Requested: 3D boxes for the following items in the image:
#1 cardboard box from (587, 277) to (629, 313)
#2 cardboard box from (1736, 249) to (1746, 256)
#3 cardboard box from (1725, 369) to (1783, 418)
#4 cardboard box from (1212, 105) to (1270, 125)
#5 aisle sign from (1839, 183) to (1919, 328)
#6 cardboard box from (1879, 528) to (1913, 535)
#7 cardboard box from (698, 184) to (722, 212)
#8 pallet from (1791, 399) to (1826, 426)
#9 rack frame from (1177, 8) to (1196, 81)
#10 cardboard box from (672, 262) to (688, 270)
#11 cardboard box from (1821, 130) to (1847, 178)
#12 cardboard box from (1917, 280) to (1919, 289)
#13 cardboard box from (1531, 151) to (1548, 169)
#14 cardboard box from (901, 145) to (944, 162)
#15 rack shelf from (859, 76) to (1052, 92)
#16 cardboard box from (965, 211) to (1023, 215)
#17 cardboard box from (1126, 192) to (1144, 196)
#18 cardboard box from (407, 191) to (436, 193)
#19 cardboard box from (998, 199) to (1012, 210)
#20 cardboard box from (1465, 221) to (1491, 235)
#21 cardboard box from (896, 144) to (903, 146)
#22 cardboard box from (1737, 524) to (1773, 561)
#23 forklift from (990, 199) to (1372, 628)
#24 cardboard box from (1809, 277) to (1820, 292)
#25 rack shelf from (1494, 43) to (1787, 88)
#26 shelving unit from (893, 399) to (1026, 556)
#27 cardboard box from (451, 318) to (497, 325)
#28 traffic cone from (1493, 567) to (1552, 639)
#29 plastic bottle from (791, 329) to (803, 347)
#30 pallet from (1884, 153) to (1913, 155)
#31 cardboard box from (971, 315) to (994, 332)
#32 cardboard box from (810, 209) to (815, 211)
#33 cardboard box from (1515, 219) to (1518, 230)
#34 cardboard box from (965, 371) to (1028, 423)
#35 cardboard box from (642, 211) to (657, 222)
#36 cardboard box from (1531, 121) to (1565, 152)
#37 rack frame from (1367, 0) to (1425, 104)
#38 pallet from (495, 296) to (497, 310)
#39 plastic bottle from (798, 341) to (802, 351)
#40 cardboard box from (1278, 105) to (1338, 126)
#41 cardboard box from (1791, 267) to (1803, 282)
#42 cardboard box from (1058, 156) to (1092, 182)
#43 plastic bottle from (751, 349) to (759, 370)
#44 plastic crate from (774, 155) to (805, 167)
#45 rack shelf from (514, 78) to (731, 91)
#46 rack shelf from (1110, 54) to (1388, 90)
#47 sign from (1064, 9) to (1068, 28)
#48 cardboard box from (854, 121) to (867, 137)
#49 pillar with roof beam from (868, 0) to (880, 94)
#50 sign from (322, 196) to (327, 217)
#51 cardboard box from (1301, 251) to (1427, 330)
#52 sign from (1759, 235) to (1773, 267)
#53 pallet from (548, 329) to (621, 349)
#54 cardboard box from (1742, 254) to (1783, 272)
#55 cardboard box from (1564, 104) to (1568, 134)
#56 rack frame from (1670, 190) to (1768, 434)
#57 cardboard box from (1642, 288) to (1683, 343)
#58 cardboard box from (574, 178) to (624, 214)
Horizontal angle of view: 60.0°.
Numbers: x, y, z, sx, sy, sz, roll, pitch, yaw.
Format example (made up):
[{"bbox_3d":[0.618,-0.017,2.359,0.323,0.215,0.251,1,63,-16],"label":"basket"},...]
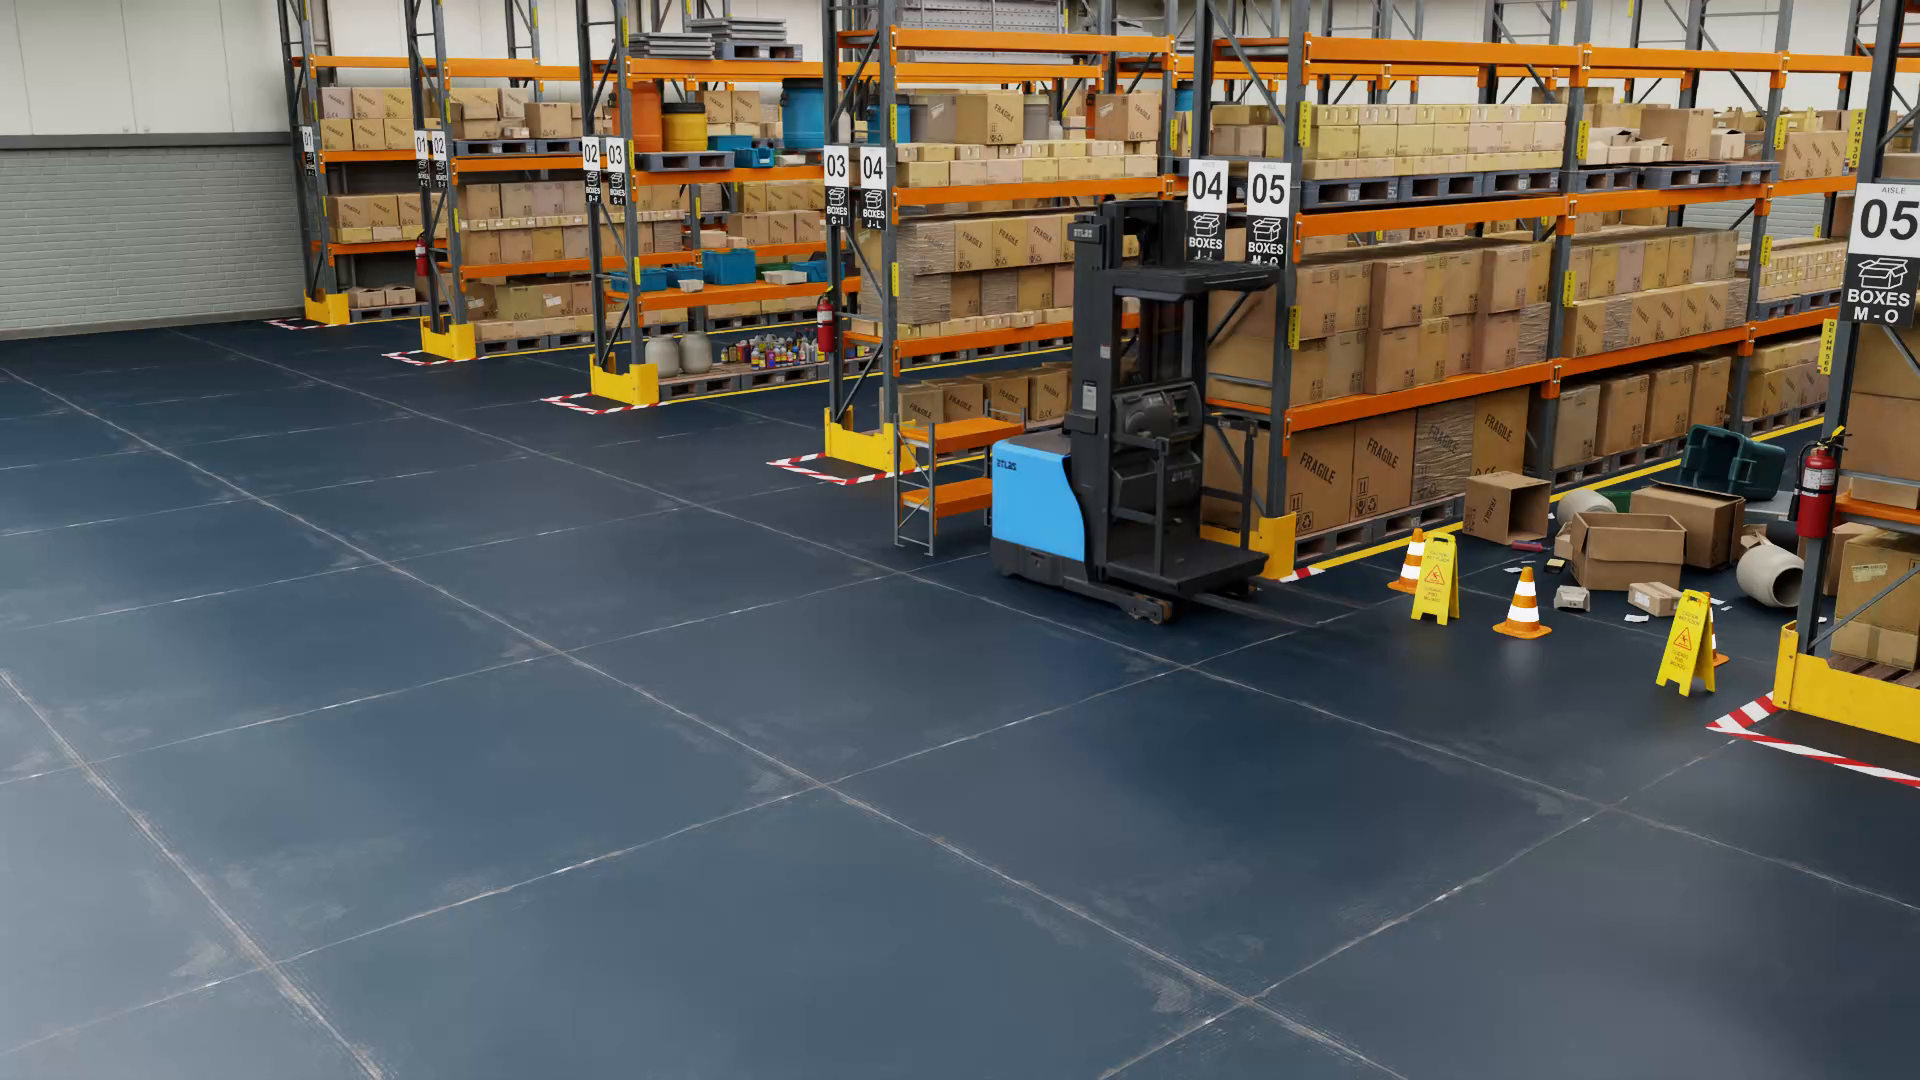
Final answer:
[{"bbox_3d":[-5.444,-3.807,25.750,0.500,0.500,0.500,-13,19,-39],"label":"cardboard box"},{"bbox_3d":[8.876,-3.298,19.306,0.250,0.149,0.380,-12,19,-38],"label":"cardboard box"},{"bbox_3d":[8.920,-1.690,18.795,0.500,0.500,0.500,-14,20,-42],"label":"cardboard box"},{"bbox_3d":[2.216,-3.357,13.127,0.250,0.149,0.380,-12,19,-39],"label":"cardboard box"},{"bbox_3d":[5.273,-1.625,9.483,0.004,0.787,0.394,-13,19,-39],"label":"aisle sign"},{"bbox_3d":[6.335,0.165,10.882,0.500,0.500,0.500,-12,19,-37],"label":"cardboard box"},{"bbox_3d":[-5.063,-6.680,32.398,0.700,0.500,0.500,13,20,40],"label":"cardboard box"},{"bbox_3d":[9.730,-1.615,19.888,1.213,0.211,1.003,-13,19,-39],"label":"pallet"},{"bbox_3d":[4.575,-9.790,33.465,0.127,3.000,1.000,-13,19,-39],"label":"rack frame"},{"bbox_3d":[-5.689,-5.309,32.303,0.500,0.500,0.700,-13,20,-39],"label":"cardboard box"},{"bbox_3d":[9.571,-4.339,18.675,0.500,0.500,0.500,-13,19,-39],"label":"cardboard box"},{"bbox_3d":[11.978,-3.279,21.200,0.250,0.149,0.380,-14,20,-42],"label":"cardboard box"},{"bbox_3d":[4.947,-3.359,14.681,0.250,0.149,0.380,-12,19,-38],"label":"cardboard box"},{"bbox_3d":[-0.377,-3.848,16.550,0.250,0.149,0.380,-12,19,-38],"label":"cardboard box"},{"bbox_3d":[0.048,-8.233,29.804,4.000,0.370,1.077,-13,19,-39],"label":"rack shelf"},{"bbox_3d":[0.392,-3.322,18.166,0.500,0.500,0.500,-13,19,-39],"label":"cardboard box"},{"bbox_3d":[3.263,-7.033,32.635,0.500,0.500,0.500,-12,19,-38],"label":"cardboard box"},{"bbox_3d":[-9.381,-5.823,29.036,0.500,0.500,0.500,-12,19,-39],"label":"cardboard box"},{"bbox_3d":[0.576,-6.300,31.015,0.500,0.500,0.700,-9,17,-31],"label":"cardboard box"},{"bbox_3d":[7.055,-4.594,23.499,0.637,0.503,0.797,-12,19,-39],"label":"cardboard box"},{"bbox_3d":[-0.717,-3.951,16.933,0.250,0.149,0.380,-13,20,-41],"label":"cardboard box"},{"bbox_3d":[6.504,0.040,13.584,0.258,0.266,0.396,2,15,9],"label":"cardboard box"},{"bbox_3d":[1.608,-0.957,12.154,1.130,2.935,3.031,-13,20,-41],"label":"forklift"},{"bbox_3d":[9.688,-2.968,19.221,0.250,0.149,0.380,-12,19,-39],"label":"cardboard box"},{"bbox_3d":[6.711,-4.644,16.366,4.000,0.370,1.077,-13,19,-39],"label":"rack shelf"},{"bbox_3d":[0.005,-0.545,14.109,1.048,1.125,0.538,-13,19,-39],"label":"shelving unit"},{"bbox_3d":[-7.285,-3.204,24.948,0.500,0.250,0.500,-13,19,-39],"label":"cardboard box"},{"bbox_3d":[4.002,0.420,11.780,0.334,0.463,0.336,-13,19,-39],"label":"traffic cone"},{"bbox_3d":[-2.253,-2.739,22.972,0.185,0.351,0.144,-14,20,-42],"label":"plastic bottle"},{"bbox_3d":[10.701,-4.577,20.124,1.003,0.211,1.213,-13,19,-39],"label":"pallet"},{"bbox_3d":[0.144,-2.298,17.528,0.250,0.149,0.380,-13,19,-39],"label":"cardboard box"},{"bbox_3d":[-3.165,-6.661,33.824,0.250,0.149,0.380,-13,19,-39],"label":"cardboard box"},{"bbox_3d":[8.228,-4.849,24.850,0.500,0.500,0.500,-12,19,-38],"label":"cardboard box"},{"bbox_3d":[0.400,-1.560,18.309,0.500,0.500,0.500,-10,18,-34],"label":"cardboard box"},{"bbox_3d":[-4.926,-5.047,25.880,0.250,0.149,0.380,-13,20,-41],"label":"cardboard box"},{"bbox_3d":[4.999,-3.585,14.755,0.500,0.250,0.500,-13,20,-40],"label":"cardboard box"},{"bbox_3d":[7.823,-8.825,29.852,0.127,3.000,1.000,-13,19,-39],"label":"rack frame"},{"bbox_3d":[-8.216,-4.355,30.145,1.213,0.211,1.003,-13,19,-39],"label":"pallet"},{"bbox_3d":[-2.110,-2.536,22.342,0.133,0.283,0.061,-13,19,-39],"label":"plastic bottle"},{"bbox_3d":[2.645,-3.228,12.645,0.250,0.149,0.380,-12,19,-39],"label":"cardboard box"},{"bbox_3d":[9.308,-3.028,18.869,0.250,0.149,0.380,-13,19,-39],"label":"cardboard box"},{"bbox_3d":[1.068,-4.005,17.908,0.500,0.250,0.500,-13,20,-40],"label":"cardboard box"},{"bbox_3d":[-2.674,-2.357,21.697,0.097,0.271,0.097,0,15,0],"label":"plastic bottle"},{"bbox_3d":[-2.175,-4.865,21.350,0.396,0.136,0.243,-13,19,-39],"label":"plastic crate"},{"bbox_3d":[-6.224,-8.519,30.875,4.000,0.370,1.077,-13,19,-39],"label":"rack shelf"},{"bbox_3d":[3.531,-5.626,20.045,4.000,0.370,1.077,-13,19,-39],"label":"rack shelf"},{"bbox_3d":[1.926,-9.533,30.386,0.005,0.325,0.100,-13,19,-39],"label":"sign"},{"bbox_3d":[-1.766,-7.028,28.415,0.500,0.250,0.500,14,21,43],"label":"cardboard box"},{"bbox_3d":[1.089,-9.525,32.473,0.400,9.000,9.100,-13,19,-39],"label":"pillar with roof beam"},{"bbox_3d":[-10.394,-5.458,27.193,0.005,0.325,0.100,-13,19,-39],"label":"sign"},{"bbox_3d":[3.356,-2.099,13.911,0.550,0.550,0.875,-13,19,-39],"label":"cardboard box"},{"bbox_3d":[8.586,-3.077,17.712,0.005,0.325,0.100,-13,19,-39],"label":"sign"},{"bbox_3d":[-6.026,-3.178,25.737,1.213,0.211,1.003,-13,19,-39],"label":"pallet"},{"bbox_3d":[8.896,-3.080,18.490,0.250,0.149,0.380,-13,20,-41],"label":"cardboard box"},{"bbox_3d":[8.608,-6.178,24.553,0.500,0.500,0.700,-14,21,-43],"label":"cardboard box"},{"bbox_3d":[8.219,-2.625,18.264,0.127,3.000,1.000,-13,19,-39],"label":"rack frame"},{"bbox_3d":[6.918,-2.288,16.809,0.500,0.500,0.500,-12,19,-39],"label":"cardboard box"},{"bbox_3d":[-5.567,-5.287,25.524,0.500,0.500,0.700,-13,20,-39],"label":"cardboard box"}]
